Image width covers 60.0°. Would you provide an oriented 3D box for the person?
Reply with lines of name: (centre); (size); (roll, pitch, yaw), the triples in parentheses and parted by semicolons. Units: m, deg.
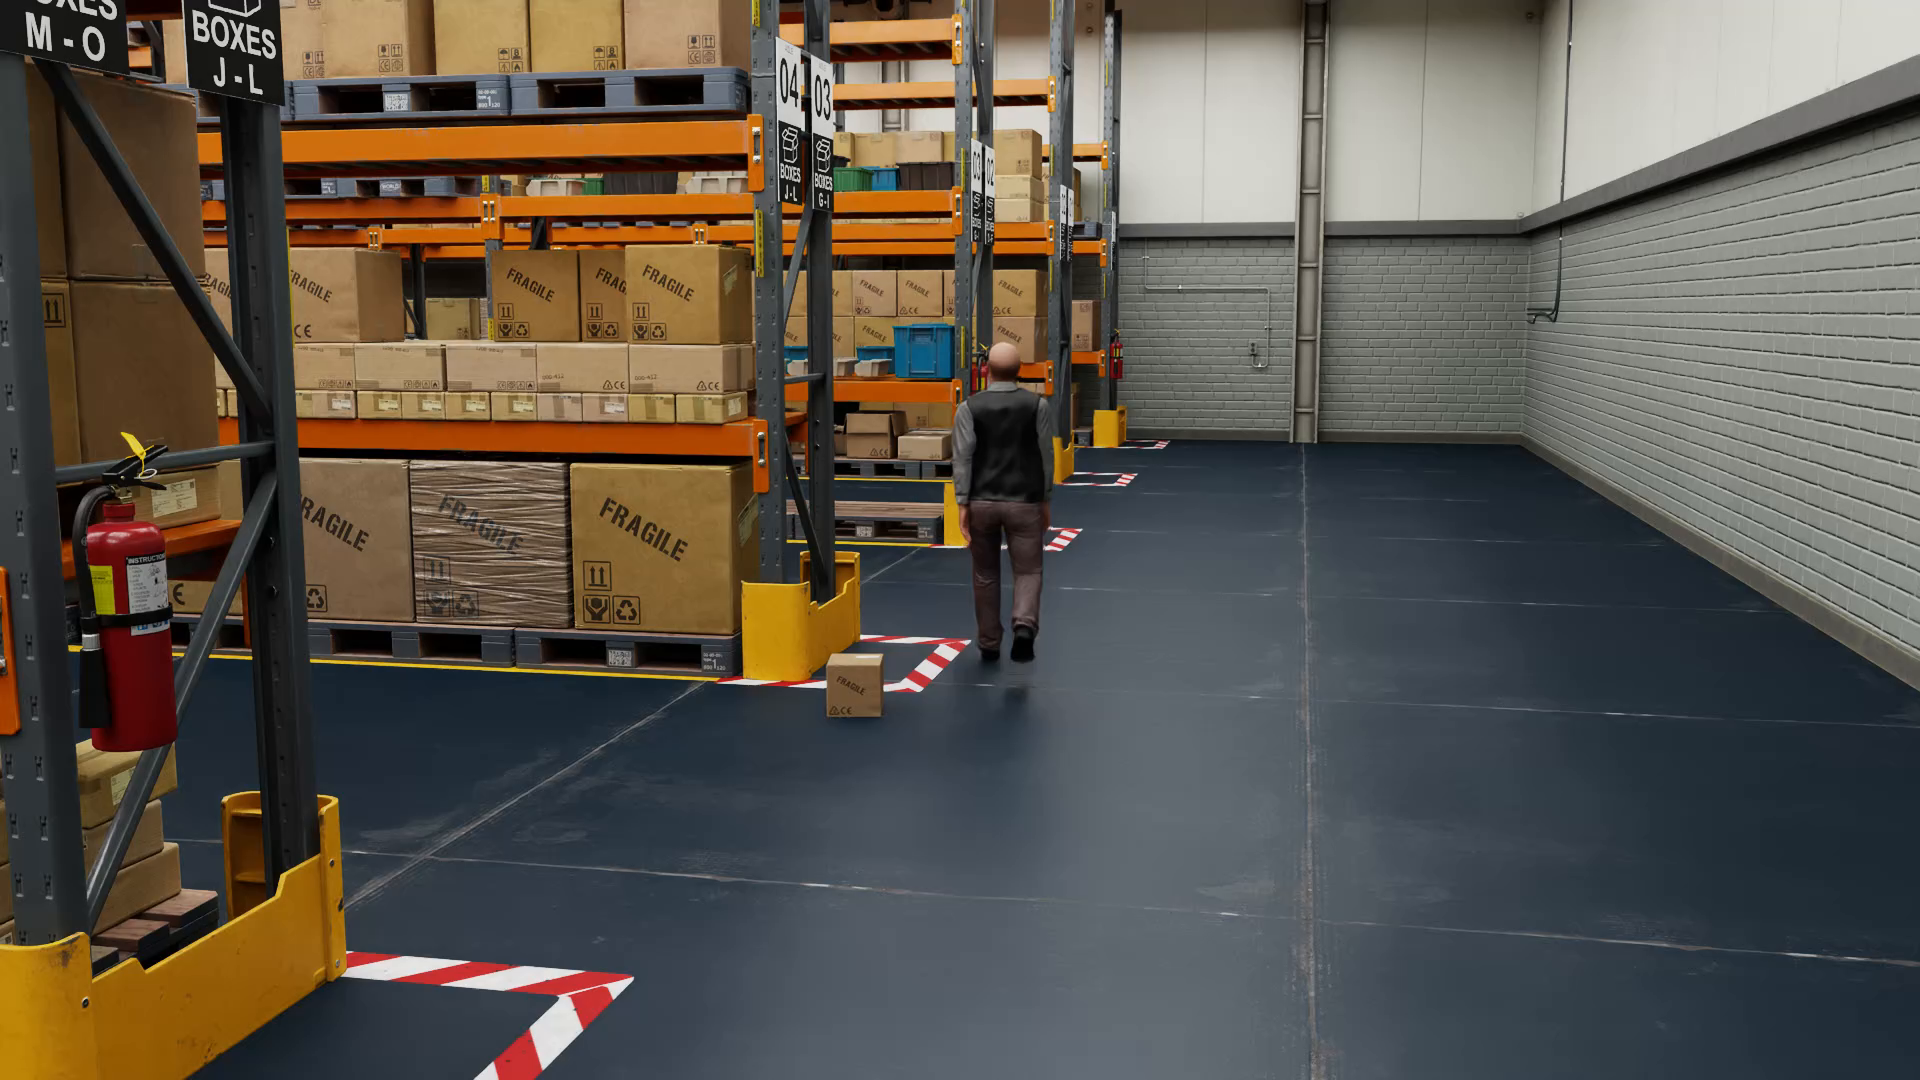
person: (0.227, -0.173, 8.639); (0.532, 1.694, 0.905); (0, 8, 1)
